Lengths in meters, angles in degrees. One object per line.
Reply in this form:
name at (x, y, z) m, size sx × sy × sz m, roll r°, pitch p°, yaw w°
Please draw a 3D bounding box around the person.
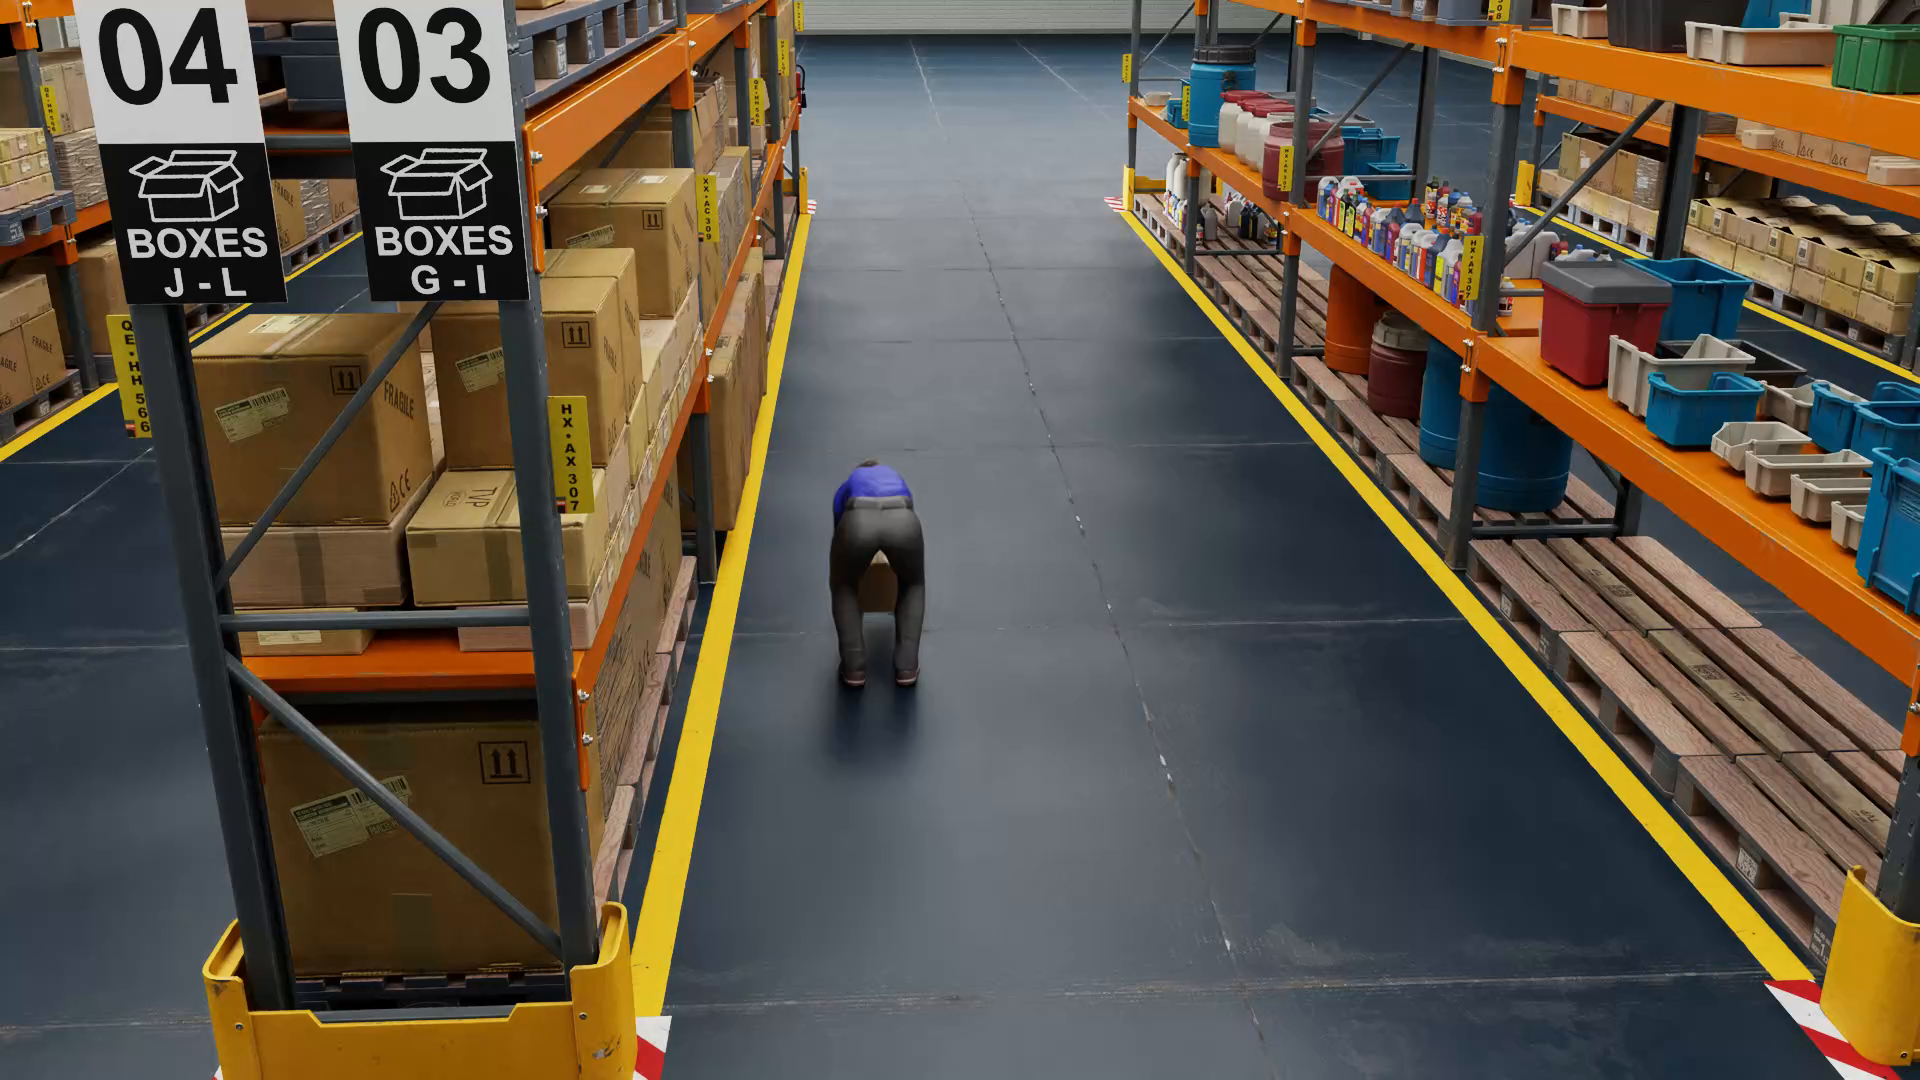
person at (-0.391, 0.124, 7.763) m, size 0.445 × 0.954 × 0.876 m, roll -2°, pitch 21°, yaw -5°
